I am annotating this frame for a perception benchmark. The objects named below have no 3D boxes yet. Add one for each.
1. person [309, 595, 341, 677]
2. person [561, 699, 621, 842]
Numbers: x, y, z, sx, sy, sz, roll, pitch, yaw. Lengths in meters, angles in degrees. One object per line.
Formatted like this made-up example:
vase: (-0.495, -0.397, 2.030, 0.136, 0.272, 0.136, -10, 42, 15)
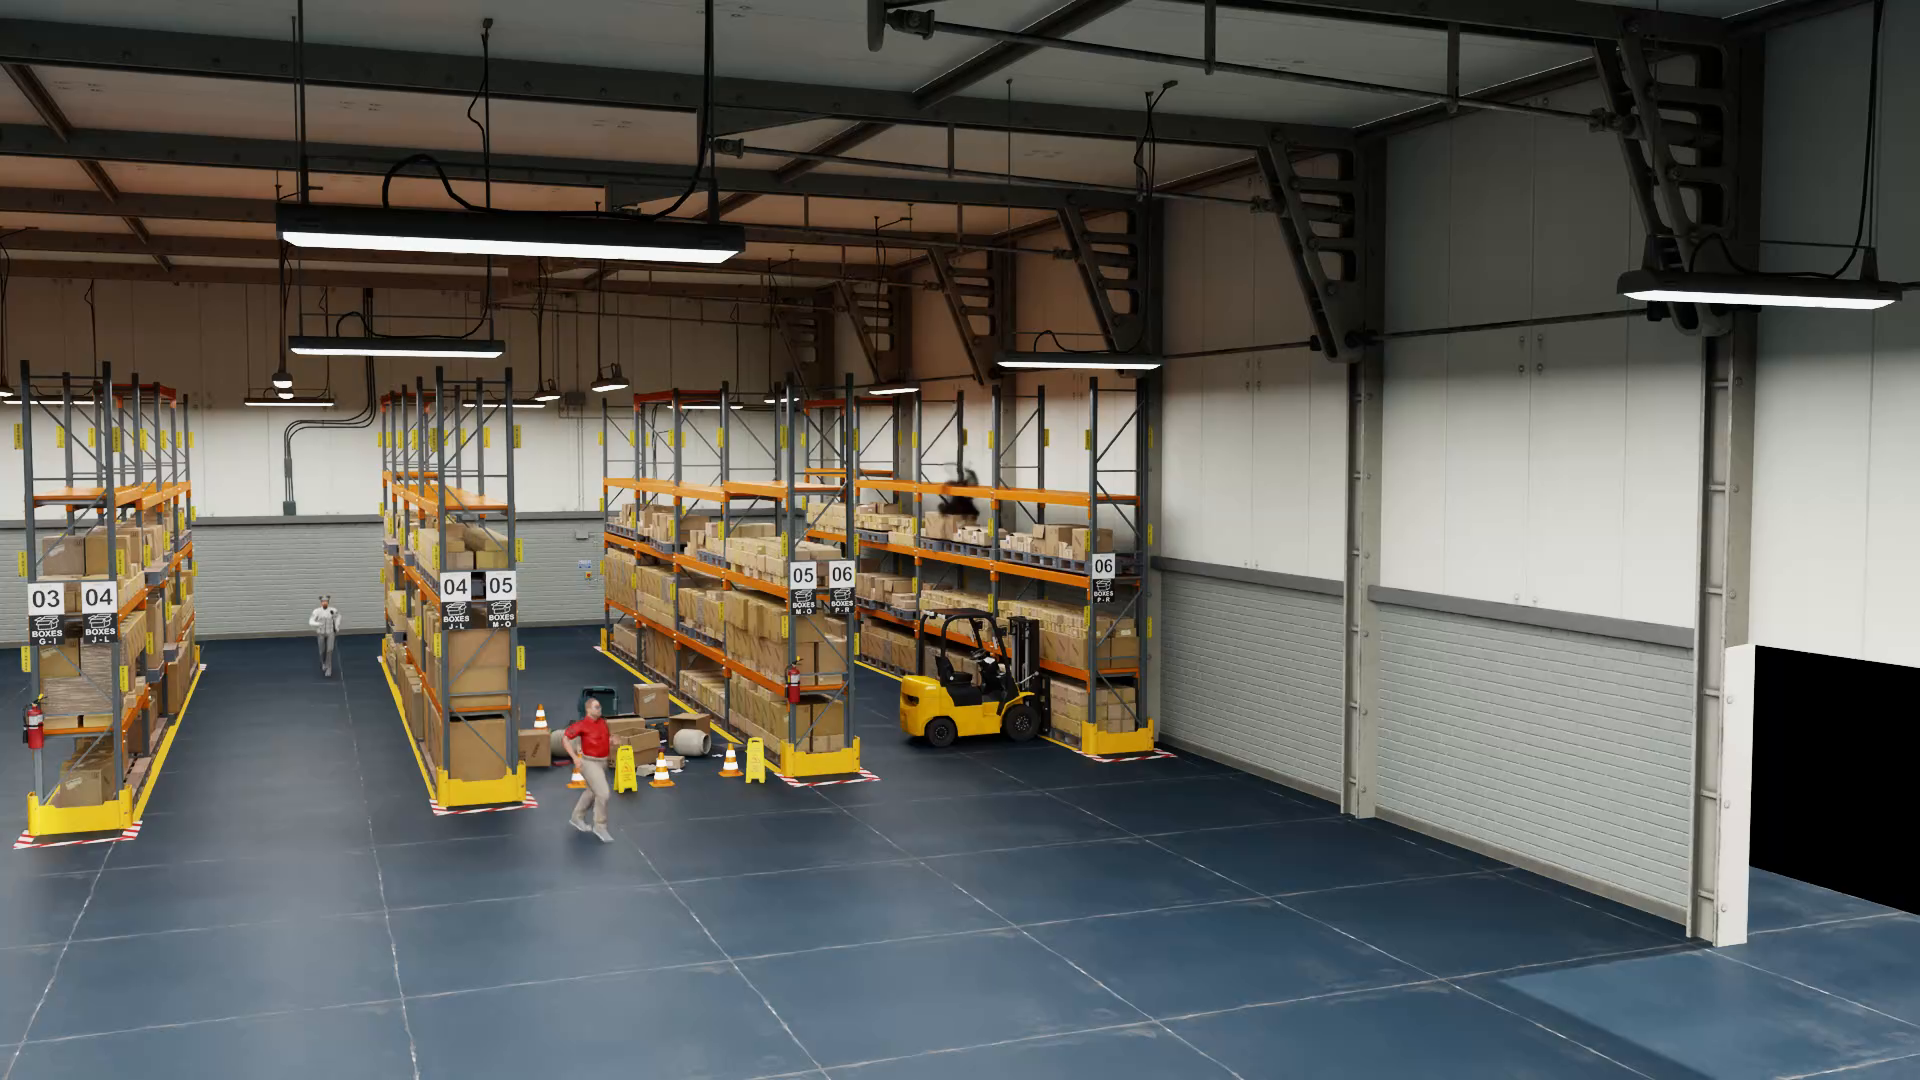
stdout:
person: (-13.511, 2.006, 35.407, 0.625, 1.703, 0.937, -1, 4, -18)
person: (-4.611, 2.891, 20.905, 0.797, 1.804, 0.638, 1, 4, 17)
